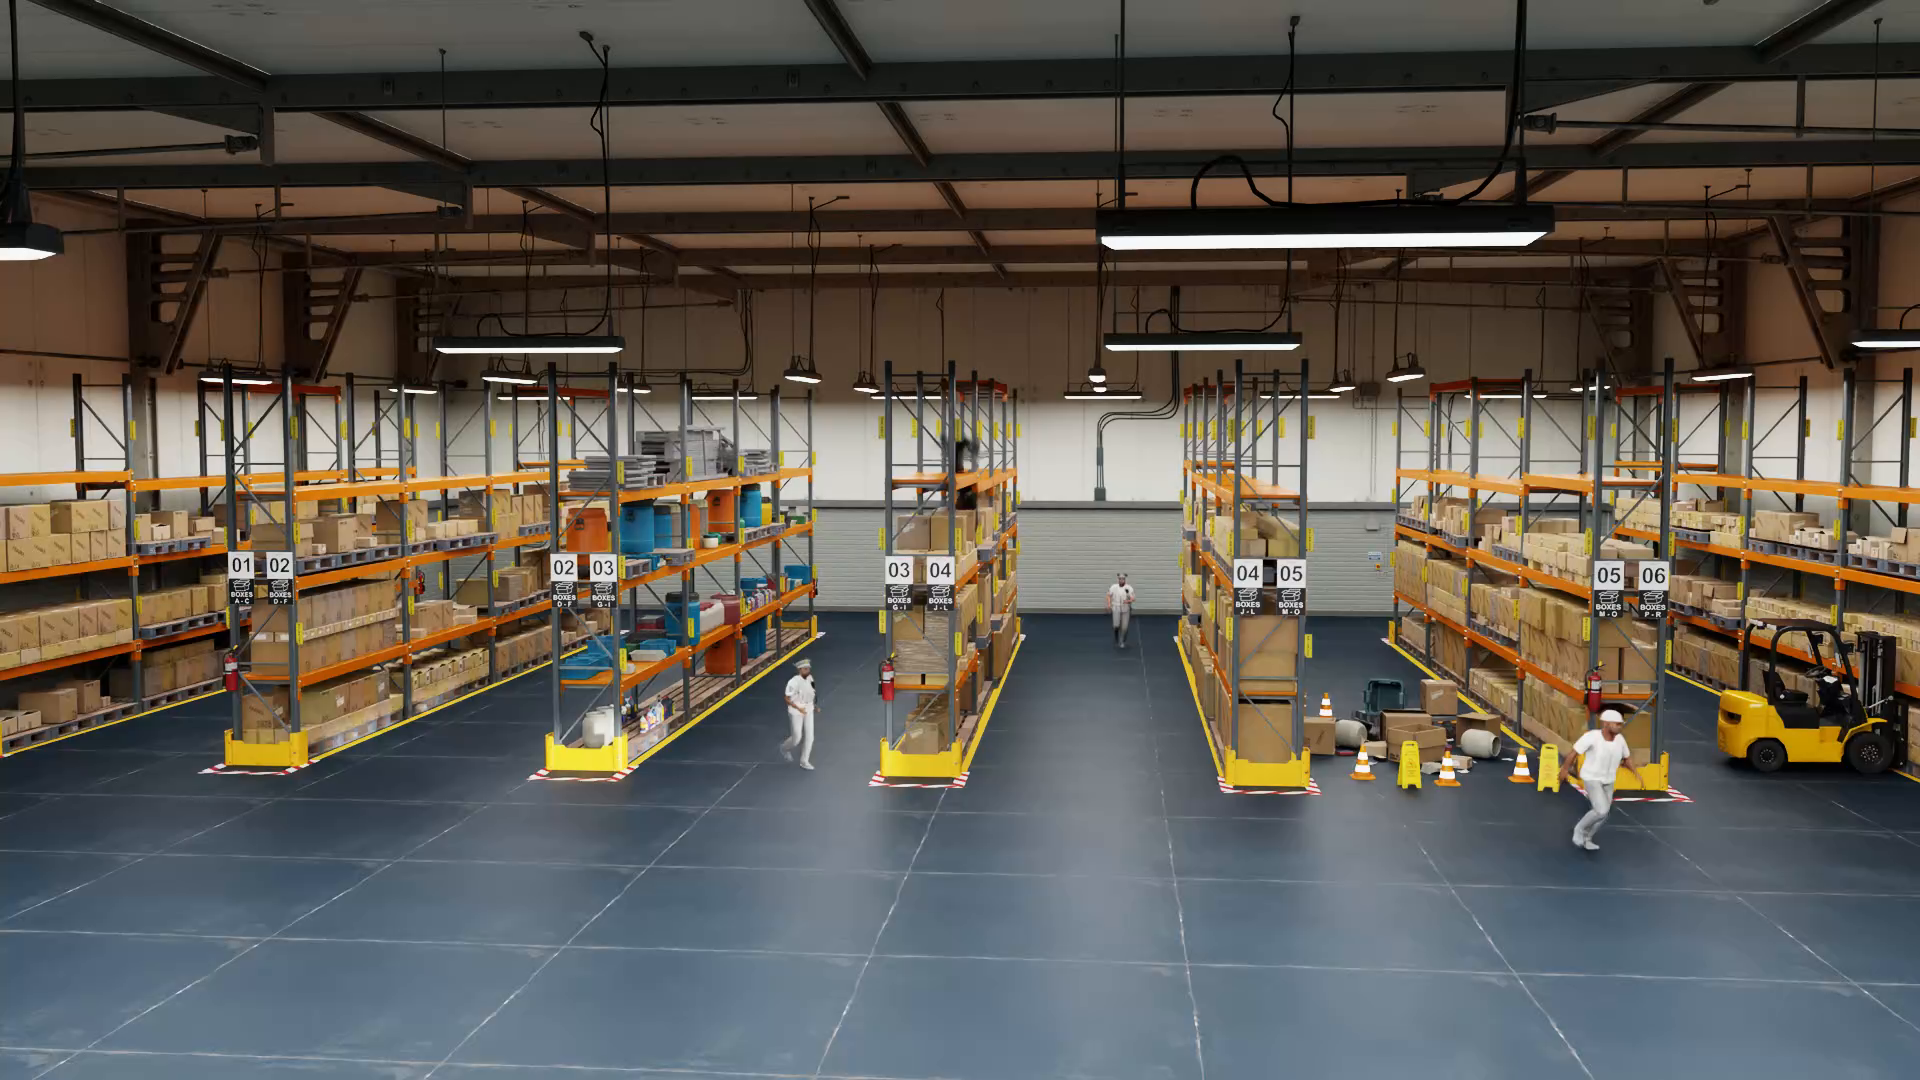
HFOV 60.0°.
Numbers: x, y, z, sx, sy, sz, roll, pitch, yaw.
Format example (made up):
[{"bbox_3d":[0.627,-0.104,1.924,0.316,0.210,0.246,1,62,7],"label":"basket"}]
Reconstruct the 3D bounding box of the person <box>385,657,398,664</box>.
[{"bbox_3d":[-11.919,1.978,34.605,0.583,1.498,0.807,-1,4,-13],"label":"person"}]

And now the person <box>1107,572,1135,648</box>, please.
[{"bbox_3d":[3.686,1.616,38.085,0.647,1.754,0.640,0,4,4],"label":"person"}]

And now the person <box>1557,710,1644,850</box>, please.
[{"bbox_3d":[7.598,2.840,19.641,0.711,1.701,0.791,-1,4,-21],"label":"person"}]

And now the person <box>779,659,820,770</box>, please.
[{"bbox_3d":[-2.417,2.561,24.754,0.573,1.651,0.762,-3,5,-37],"label":"person"}]
